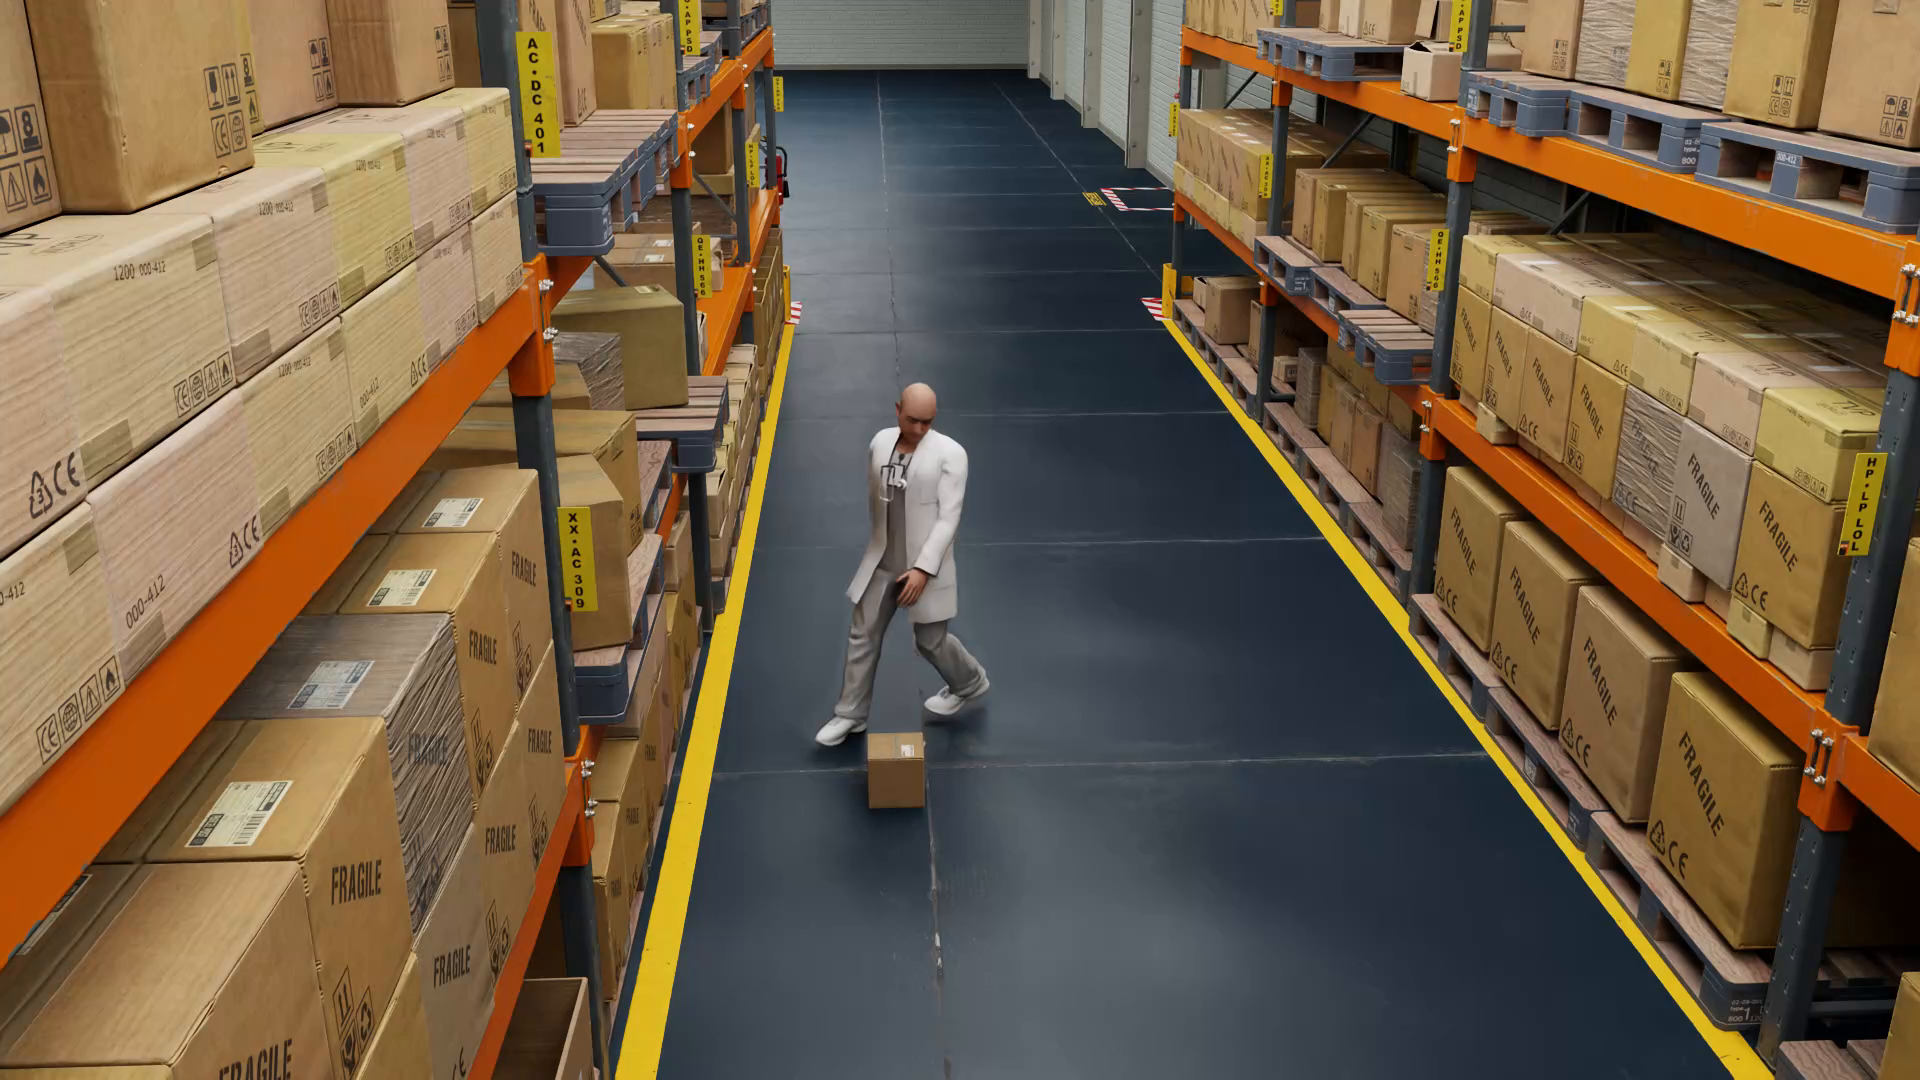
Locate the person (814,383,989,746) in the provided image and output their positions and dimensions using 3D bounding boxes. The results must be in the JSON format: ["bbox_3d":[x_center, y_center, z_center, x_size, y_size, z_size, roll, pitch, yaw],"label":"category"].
[{"bbox_3d":[-0.248,0.104,7.818,0.588,1.739,0.878,11,23,28],"label":"person"}]
